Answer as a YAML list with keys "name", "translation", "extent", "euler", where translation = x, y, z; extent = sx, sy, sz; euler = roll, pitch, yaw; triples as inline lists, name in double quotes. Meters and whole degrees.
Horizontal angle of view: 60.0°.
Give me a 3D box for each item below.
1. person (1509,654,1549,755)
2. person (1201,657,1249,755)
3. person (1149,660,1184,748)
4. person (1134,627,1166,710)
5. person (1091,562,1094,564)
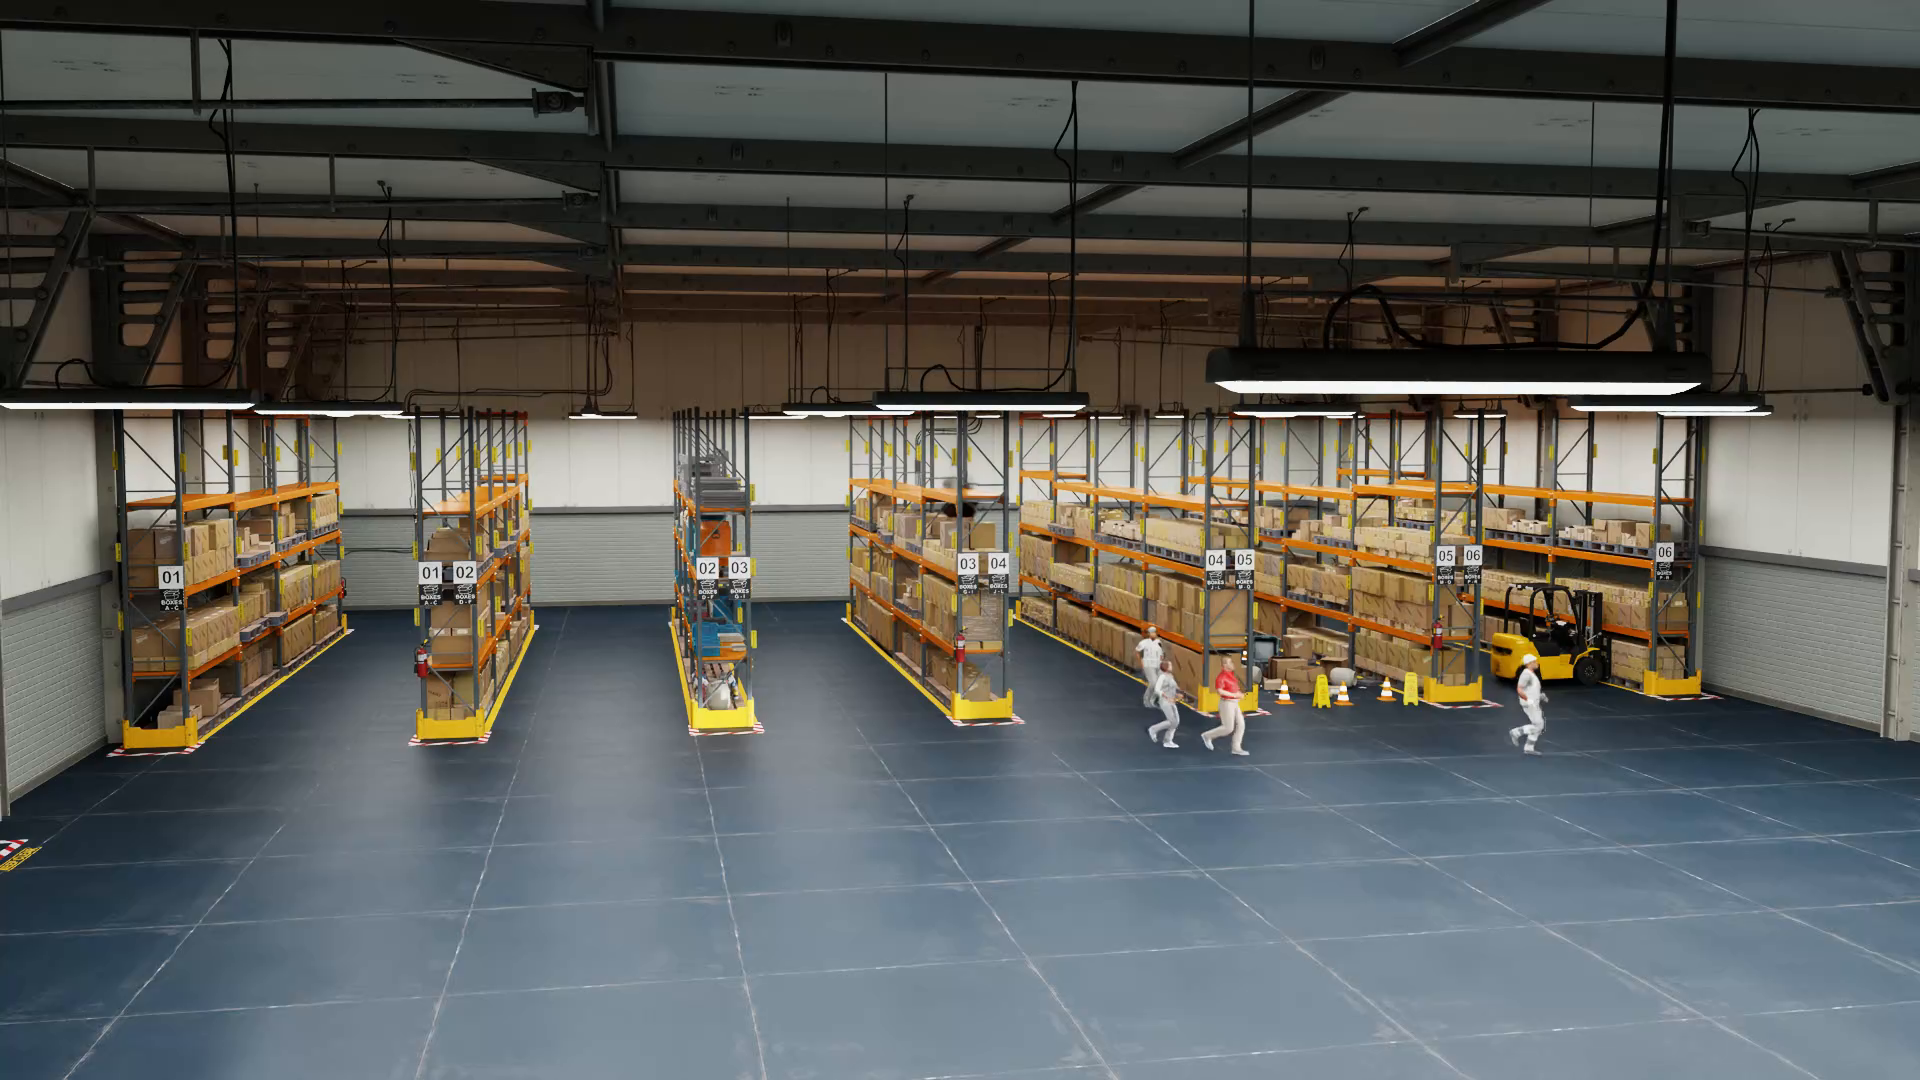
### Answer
- name: "person"
  translation: [9.773, 2.824, 28.572]
  extent: [0.603, 1.738, 0.668]
  euler: [2, 5, 29]
- name: "person"
  translation: [4.583, 2.844, 28.584]
  extent: [0.816, 1.688, 0.674]
  euler: [2, 5, 26]
- name: "person"
  translation: [3.614, 2.871, 29.197]
  extent: [0.564, 1.547, 0.537]
  euler: [2, 5, 27]
- name: "person"
  translation: [3.848, 2.550, 33.099]
  extent: [0.585, 1.640, 0.583]
  euler: [-2, 5, -27]
- name: "person"
  translation: [3.858, 1.439, 48.352]
  extent: [0.583, 1.634, 0.914]
  euler: [-2, 4, -21]
